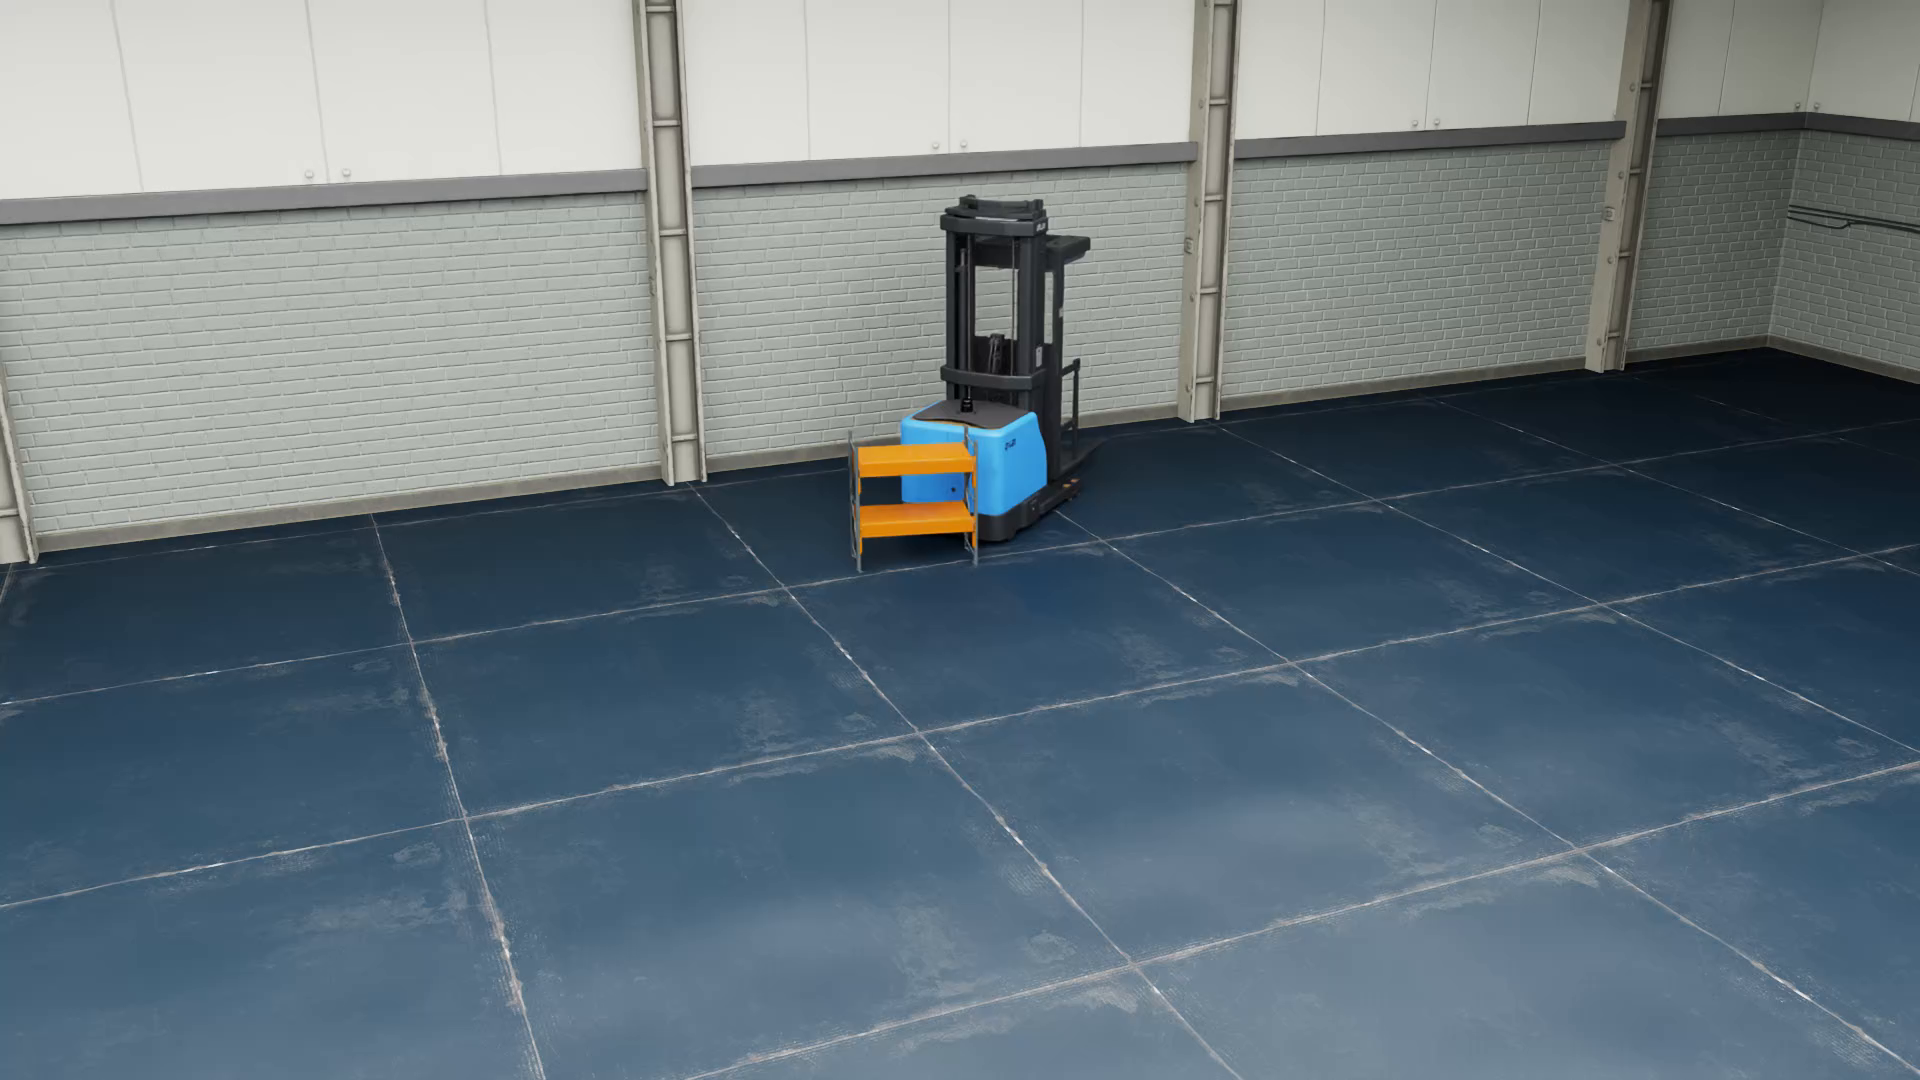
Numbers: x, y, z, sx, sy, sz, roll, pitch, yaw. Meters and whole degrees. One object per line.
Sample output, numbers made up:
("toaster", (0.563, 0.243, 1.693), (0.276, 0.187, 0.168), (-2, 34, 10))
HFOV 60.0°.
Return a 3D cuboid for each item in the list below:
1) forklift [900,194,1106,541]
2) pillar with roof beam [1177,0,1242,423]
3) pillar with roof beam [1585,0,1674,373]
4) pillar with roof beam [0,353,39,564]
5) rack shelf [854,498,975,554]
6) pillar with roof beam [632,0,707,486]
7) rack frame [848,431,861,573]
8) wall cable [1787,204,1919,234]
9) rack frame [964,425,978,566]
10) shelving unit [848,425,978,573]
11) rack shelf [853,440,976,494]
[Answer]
("forklift", (0.553, -1.818, 15.805), (1.130, 2.935, 3.031), (9, 21, 25))
("pillar with roof beam", (4.430, -4.333, 13.813), (0.400, 9.000, 9.100), (-8, 21, -22))
("pillar with roof beam", (9.940, -5.123, 16.054), (0.400, 9.000, 9.100), (-8, 21, -22))
("pillar with roof beam", (-6.588, -2.755, 9.329), (0.400, 9.000, 9.100), (-8, 21, -22))
("rack shelf", (-0.405, -0.127, 14.458), (1.000, 0.278, 0.538), (-3, 20, -9))
("pillar with roof beam", (-1.079, -3.544, 11.571), (0.400, 9.000, 9.100), (-8, 21, -22))
("rack frame", (-0.906, -0.328, 14.294), (0.032, 1.125, 0.500), (-3, 20, -9))
("wall cable", (11.463, -4.955, 20.254), (0.112, 2.526, 3.097), (-8, 21, -22))
("rack frame", (0.096, -0.387, 14.460), (0.032, 1.125, 0.500), (-3, 20, -9))
("shelving unit", (-0.405, -0.358, 14.377), (1.048, 1.125, 0.538), (-3, 20, -9))
("rack shelf", (-0.405, -0.634, 14.280), (1.000, 0.278, 0.538), (-3, 20, -9))
